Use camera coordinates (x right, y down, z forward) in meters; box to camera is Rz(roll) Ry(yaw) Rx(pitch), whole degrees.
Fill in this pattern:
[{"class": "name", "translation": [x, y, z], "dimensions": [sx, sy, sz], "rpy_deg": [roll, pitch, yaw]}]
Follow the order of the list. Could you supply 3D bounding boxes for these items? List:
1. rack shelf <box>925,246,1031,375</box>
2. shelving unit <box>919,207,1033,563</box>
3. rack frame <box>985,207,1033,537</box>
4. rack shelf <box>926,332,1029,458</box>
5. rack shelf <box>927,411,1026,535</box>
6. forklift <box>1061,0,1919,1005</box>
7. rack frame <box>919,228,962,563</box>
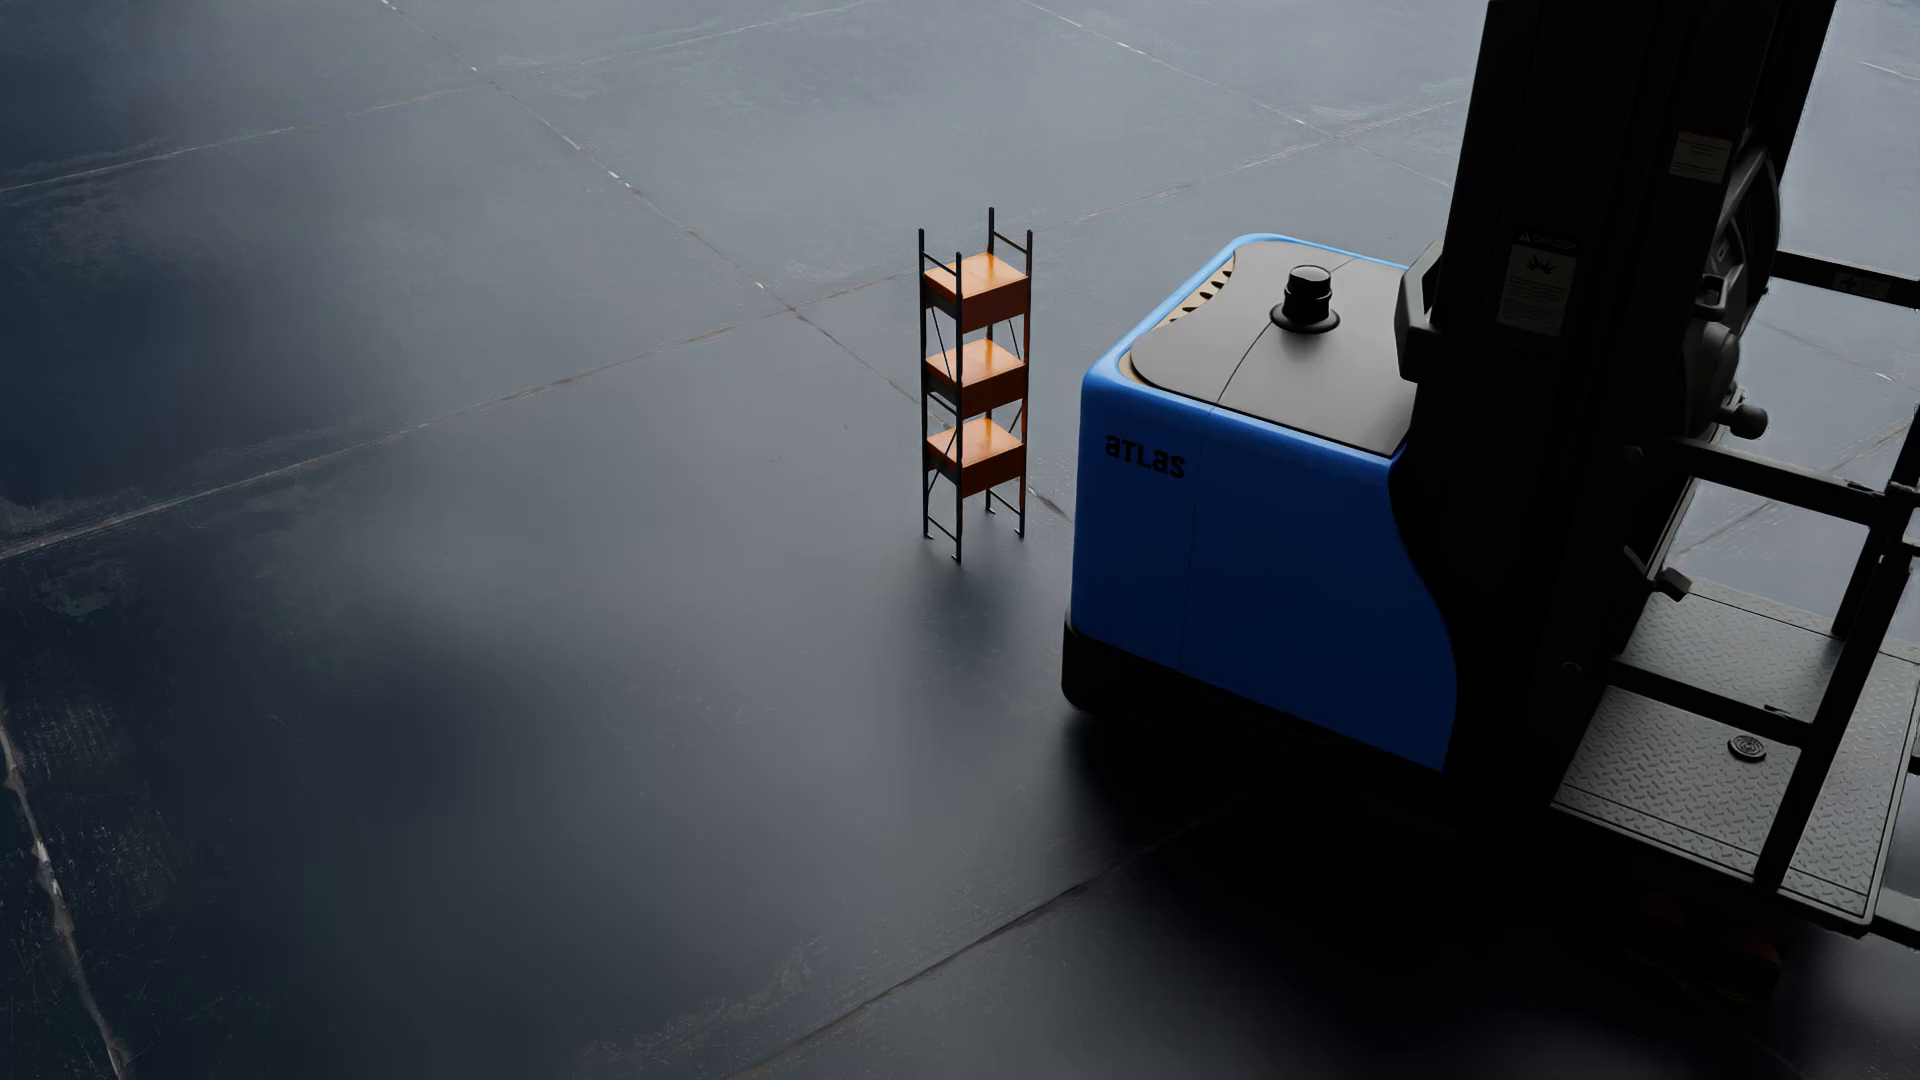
[{"class": "rack shelf", "translation": [0.044, -0.666, 4.809], "dimensions": [0.240, 0.259, 0.215], "rpy_deg": [-22, 41, -28]}, {"class": "shelving unit", "translation": [0.044, -0.444, 4.968], "dimensions": [0.252, 1.050, 0.215], "rpy_deg": [-22, 41, -28]}, {"class": "rack frame", "translation": [0.143, -0.485, 5.026], "dimensions": [0.008, 1.050, 0.200], "rpy_deg": [-22, 41, -28]}, {"class": "rack shelf", "translation": [0.044, -0.436, 4.975], "dimensions": [0.240, 0.259, 0.215], "rpy_deg": [-22, 41, -28]}, {"class": "rack shelf", "translation": [0.044, -0.210, 5.137], "dimensions": [0.240, 0.259, 0.215], "rpy_deg": [-22, 41, -28]}, {"class": "forklift", "translation": [1.800, -0.497, 3.431], "dimensions": [3.031, 2.935, 1.130], "rpy_deg": [20, 40, 26]}, {"class": "rack frame", "translation": [-0.056, -0.403, 4.911], "dimensions": [0.008, 1.050, 0.200], "rpy_deg": [-22, 41, -28]}]
